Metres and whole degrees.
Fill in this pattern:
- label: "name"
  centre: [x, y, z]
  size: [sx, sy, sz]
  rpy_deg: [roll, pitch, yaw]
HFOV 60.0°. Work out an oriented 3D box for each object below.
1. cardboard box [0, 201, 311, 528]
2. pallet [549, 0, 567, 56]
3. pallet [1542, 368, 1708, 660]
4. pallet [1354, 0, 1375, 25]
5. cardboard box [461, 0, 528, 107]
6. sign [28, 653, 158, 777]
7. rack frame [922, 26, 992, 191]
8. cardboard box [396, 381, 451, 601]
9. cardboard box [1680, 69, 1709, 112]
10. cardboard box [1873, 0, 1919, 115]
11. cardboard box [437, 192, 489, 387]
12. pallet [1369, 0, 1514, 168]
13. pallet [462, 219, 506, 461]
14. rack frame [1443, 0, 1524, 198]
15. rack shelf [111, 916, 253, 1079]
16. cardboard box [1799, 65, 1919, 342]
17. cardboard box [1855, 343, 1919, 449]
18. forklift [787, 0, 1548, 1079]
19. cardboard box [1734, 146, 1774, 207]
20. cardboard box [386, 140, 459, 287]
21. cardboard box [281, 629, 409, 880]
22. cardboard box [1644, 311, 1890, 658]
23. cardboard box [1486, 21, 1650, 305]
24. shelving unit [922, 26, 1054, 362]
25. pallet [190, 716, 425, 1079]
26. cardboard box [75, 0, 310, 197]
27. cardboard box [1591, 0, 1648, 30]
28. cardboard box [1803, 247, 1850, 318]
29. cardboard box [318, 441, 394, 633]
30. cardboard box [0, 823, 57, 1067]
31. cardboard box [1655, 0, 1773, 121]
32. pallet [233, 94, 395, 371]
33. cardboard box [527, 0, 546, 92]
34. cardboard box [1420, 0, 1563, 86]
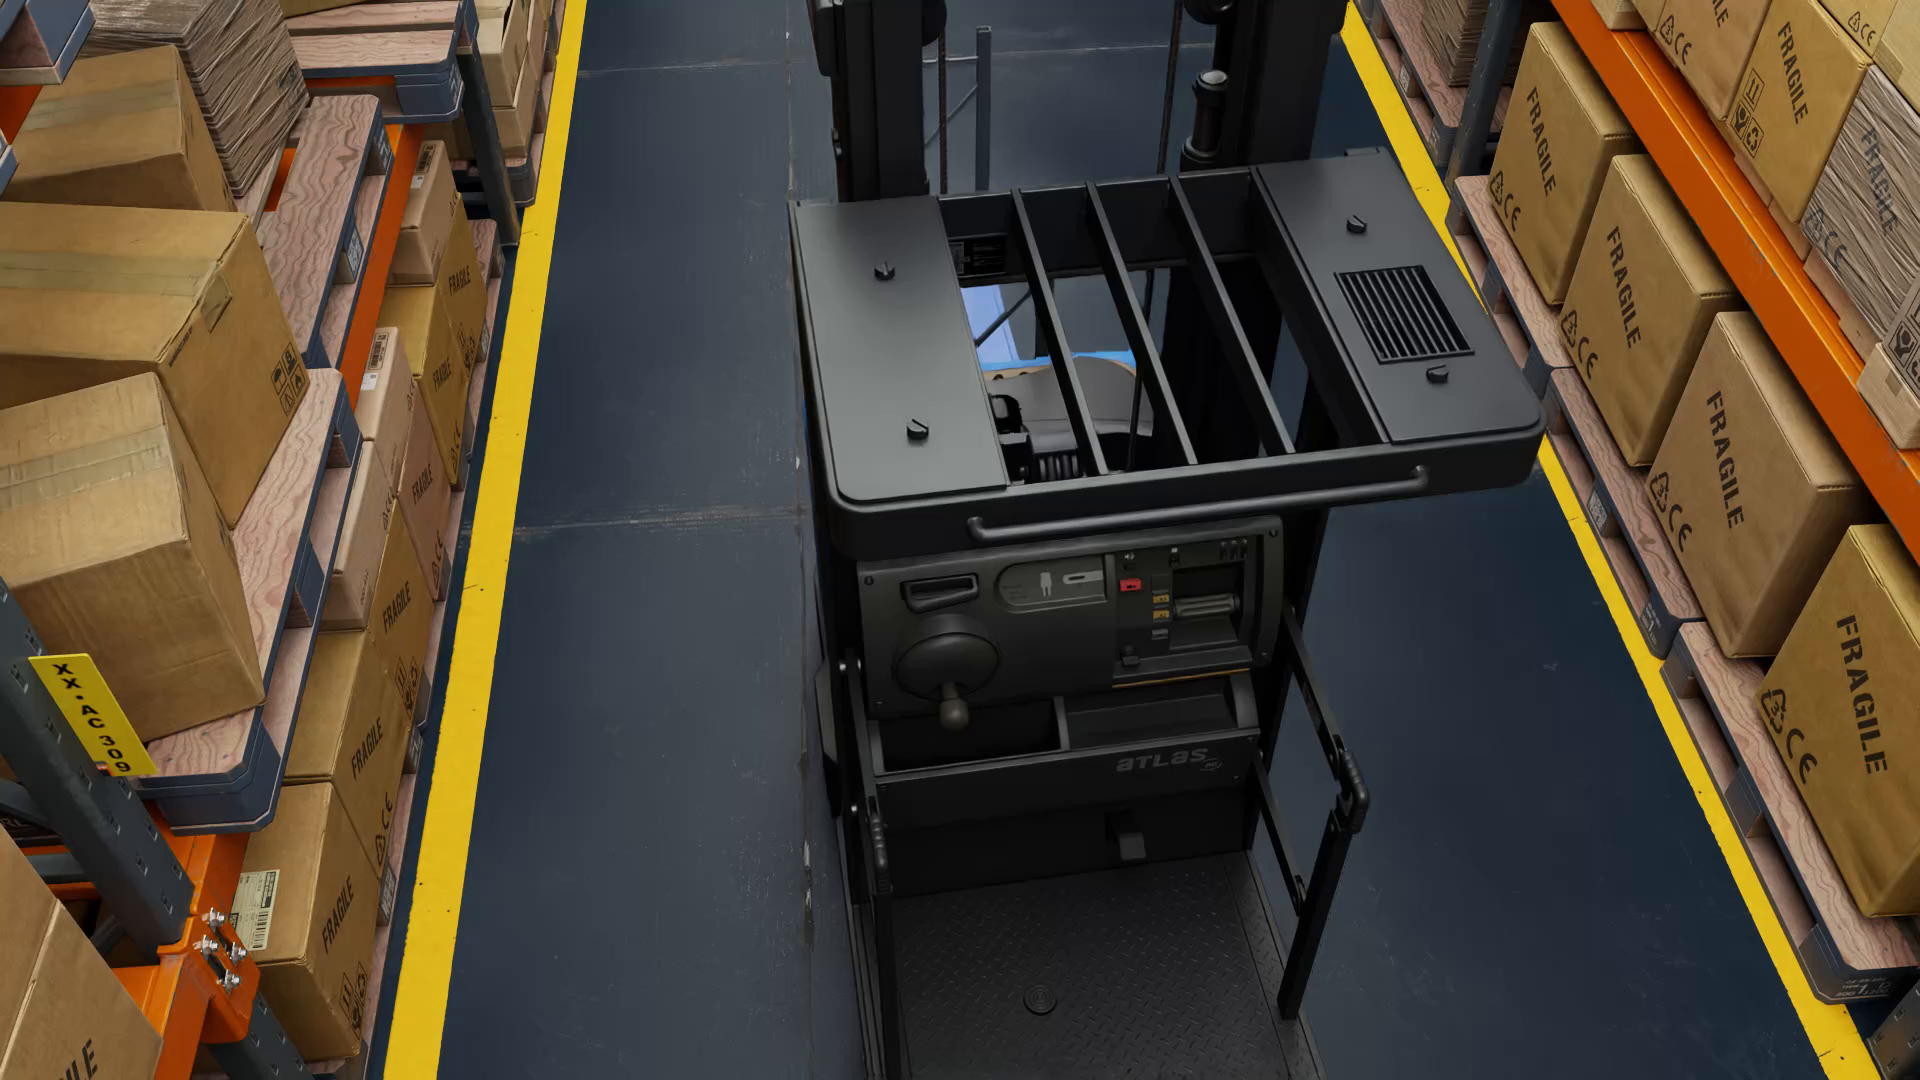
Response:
- label: "cardboard box"
  centre: [-1.938, -0.393, 3.698]
  size: [0.700, 0.500, 0.500]
  rpy_deg: [3, 47, 3]
- label: "pallet"
  centre: [-2.464, -2.778, 8.235]
  size: [1.003, 0.211, 1.213]
  rpy_deg: [-3, 47, -3]
- label: "pallet"
  centre: [2.691, -0.147, 5.744]
  size: [1.003, 0.211, 1.213]
  rpy_deg: [-3, 47, -3]
- label: "pallet"
  centre: [2.438, -3.049, 8.492]
  size: [1.003, 0.211, 1.213]
  rpy_deg: [-3, 47, -3]
- label: "cardboard box"
  centre: [-2.086, -2.046, 6.841]
  size: [0.500, 0.311, 0.500]
  rpy_deg: [-2, 47, -2]
- label: "sign"
  centre: [-1.460, 0.300, 2.804]
  size: [0.100, 0.325, 0.005]
  rpy_deg: [-3, 47, -3]
- label: "rack frame"
  centre: [-0.150, -1.055, 5.716]
  size: [0.500, 1.500, 0.032]
  rpy_deg: [-7, 47, -6]
- label: "cardboard box"
  centre: [-1.930, -0.134, 5.229]
  size: [0.500, 0.500, 0.500]
  rpy_deg: [-5, 47, -5]
- label: "cardboard box"
  centre: [2.522, -1.488, 5.253]
  size: [0.380, 0.149, 0.250]
  rpy_deg: [-3, 47, -2]
- label: "cardboard box"
  centre: [2.566, -1.131, 3.951]
  size: [0.500, 0.250, 0.500]
  rpy_deg: [-3, 47, -3]
- label: "cardboard box"
  centre: [-2.023, -0.887, 5.943]
  size: [0.500, 0.500, 0.500]
  rpy_deg: [-2, 47, -2]
- label: "pallet"
  centre: [2.537, -2.168, 7.658]
  size: [1.003, 0.211, 1.213]
  rpy_deg: [-3, 47, -3]
- label: "pallet"
  centre: [-2.310, -0.757, 6.321]
  size: [1.003, 0.211, 1.213]
  rpy_deg: [-3, 47, -3]
- label: "rack frame"
  centre: [2.601, -2.562, 6.110]
  size: [1.000, 3.000, 0.127]
  rpy_deg: [-3, 47, -3]
- label: "rack shelf"
  centre: [-1.833, 2.330, 1.972]
  size: [1.077, 0.370, 4.000]
  rpy_deg: [-3, 47, -3]
- label: "cardboard box"
  centre: [2.560, -0.862, 4.213]
  size: [0.500, 0.500, 0.500]
  rpy_deg: [-3, 47, -3]
- label: "cardboard box"
  centre: [2.523, -0.374, 4.198]
  size: [0.380, 0.149, 0.250]
  rpy_deg: [-3, 47, -3]
- label: "forklift"
  centre: [0.283, 0.277, 3.469]
  size: [1.130, 2.935, 3.031]
  rpy_deg: [-7, 47, -6]
- label: "cardboard box"
  centre: [2.537, -1.121, 4.905]
  size: [0.380, 0.149, 0.250]
  rpy_deg: [-3, 47, -3]
- label: "cardboard box"
  centre: [-2.014, -1.105, 5.632]
  size: [0.500, 0.250, 0.500]
  rpy_deg: [-2, 47, -2]
- label: "cardboard box"
  centre: [-1.854, 0.594, 4.540]
  size: [0.500, 0.500, 0.500]
  rpy_deg: [-3, 47, -3]
- label: "cardboard box"
  centre: [2.674, -0.178, 5.044]
  size: [0.750, 0.750, 0.750]
  rpy_deg: [-2, 47, -2]
- label: "cardboard box"
  centre: [2.532, -1.427, 6.227]
  size: [0.750, 0.750, 0.750]
  rpy_deg: [-4, 47, -4]
- label: "shelving unit"
  centre: [-0.069, -0.690, 5.371]
  size: [0.538, 1.500, 1.048]
  rpy_deg: [-7, 47, -6]
- label: "pallet"
  centre: [-2.106, 1.009, 4.649]
  size: [1.003, 0.211, 1.213]
  rpy_deg: [-3, 47, -3]
- label: "cardboard box"
  centre: [-2.284, -1.315, 4.571]
  size: [0.700, 0.500, 0.500]
  rpy_deg: [4, 47, 4]
- label: "cardboard box"
  centre: [2.348, -1.850, 5.595]
  size: [0.380, 0.149, 0.250]
  rpy_deg: [-2, 47, -2]
- label: "cardboard box"
  centre: [2.563, -0.737, 4.542]
  size: [0.380, 0.149, 0.250]
  rpy_deg: [-5, 47, -4]
- label: "cardboard box"
  centre: [-1.882, -0.002, 4.588]
  size: [0.500, 0.250, 0.500]
  rpy_deg: [-3, 47, -3]
- label: "cardboard box"
  centre: [-1.700, 0.608, 2.351]
  size: [0.500, 0.500, 0.500]
  rpy_deg: [-3, 47, -3]
- label: "cardboard box"
  centre: [2.461, -1.600, 4.912]
  size: [0.500, 0.500, 0.500]
  rpy_deg: [-4, 47, -3]
- label: "pallet"
  centre: [-2.168, -0.785, 4.560]
  size: [1.003, 0.211, 1.213]
  rpy_deg: [-3, 47, -3]
- label: "cardboard box"
  centre: [-2.129, -2.217, 7.389]
  size: [0.500, 0.250, 0.500]
  rpy_deg: [-5, 47, -4]
- label: "cardboard box"
  centre: [2.488, -2.371, 7.348]
  size: [0.700, 0.500, 0.500]
  rpy_deg: [-3, 47, -3]
